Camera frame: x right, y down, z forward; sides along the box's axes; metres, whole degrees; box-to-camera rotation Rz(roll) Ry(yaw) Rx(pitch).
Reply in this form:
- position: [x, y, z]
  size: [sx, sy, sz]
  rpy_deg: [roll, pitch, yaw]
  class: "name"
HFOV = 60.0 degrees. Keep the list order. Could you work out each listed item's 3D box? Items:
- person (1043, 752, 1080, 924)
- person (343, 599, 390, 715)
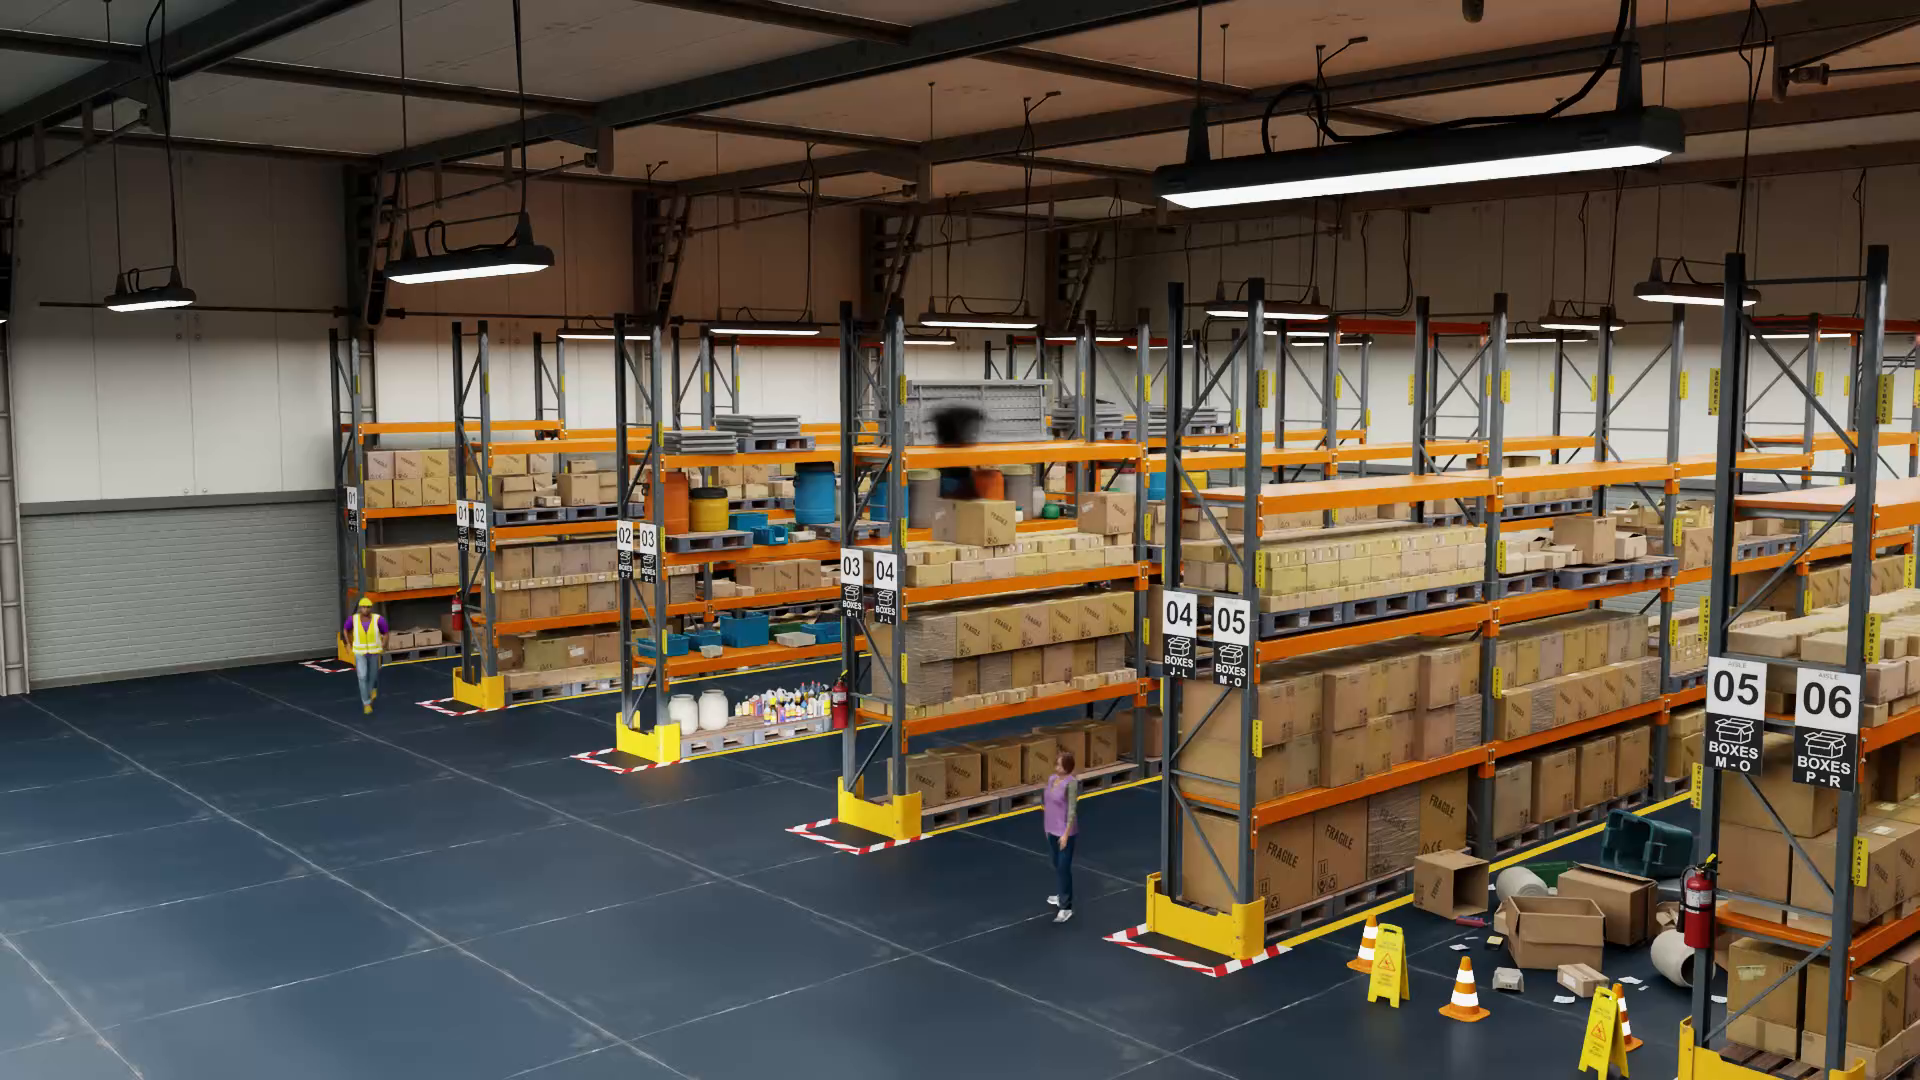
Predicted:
- position: [0.944, 2.820, 15.952]
  size: [0.448, 1.627, 0.566]
  rpy_deg: [-4, 7, -34]
  class: "person"
- position: [-9.170, 1.763, 25.717]
  size: [0.680, 1.753, 0.918]
  rpy_deg: [-2, 6, -21]
  class: "person"
